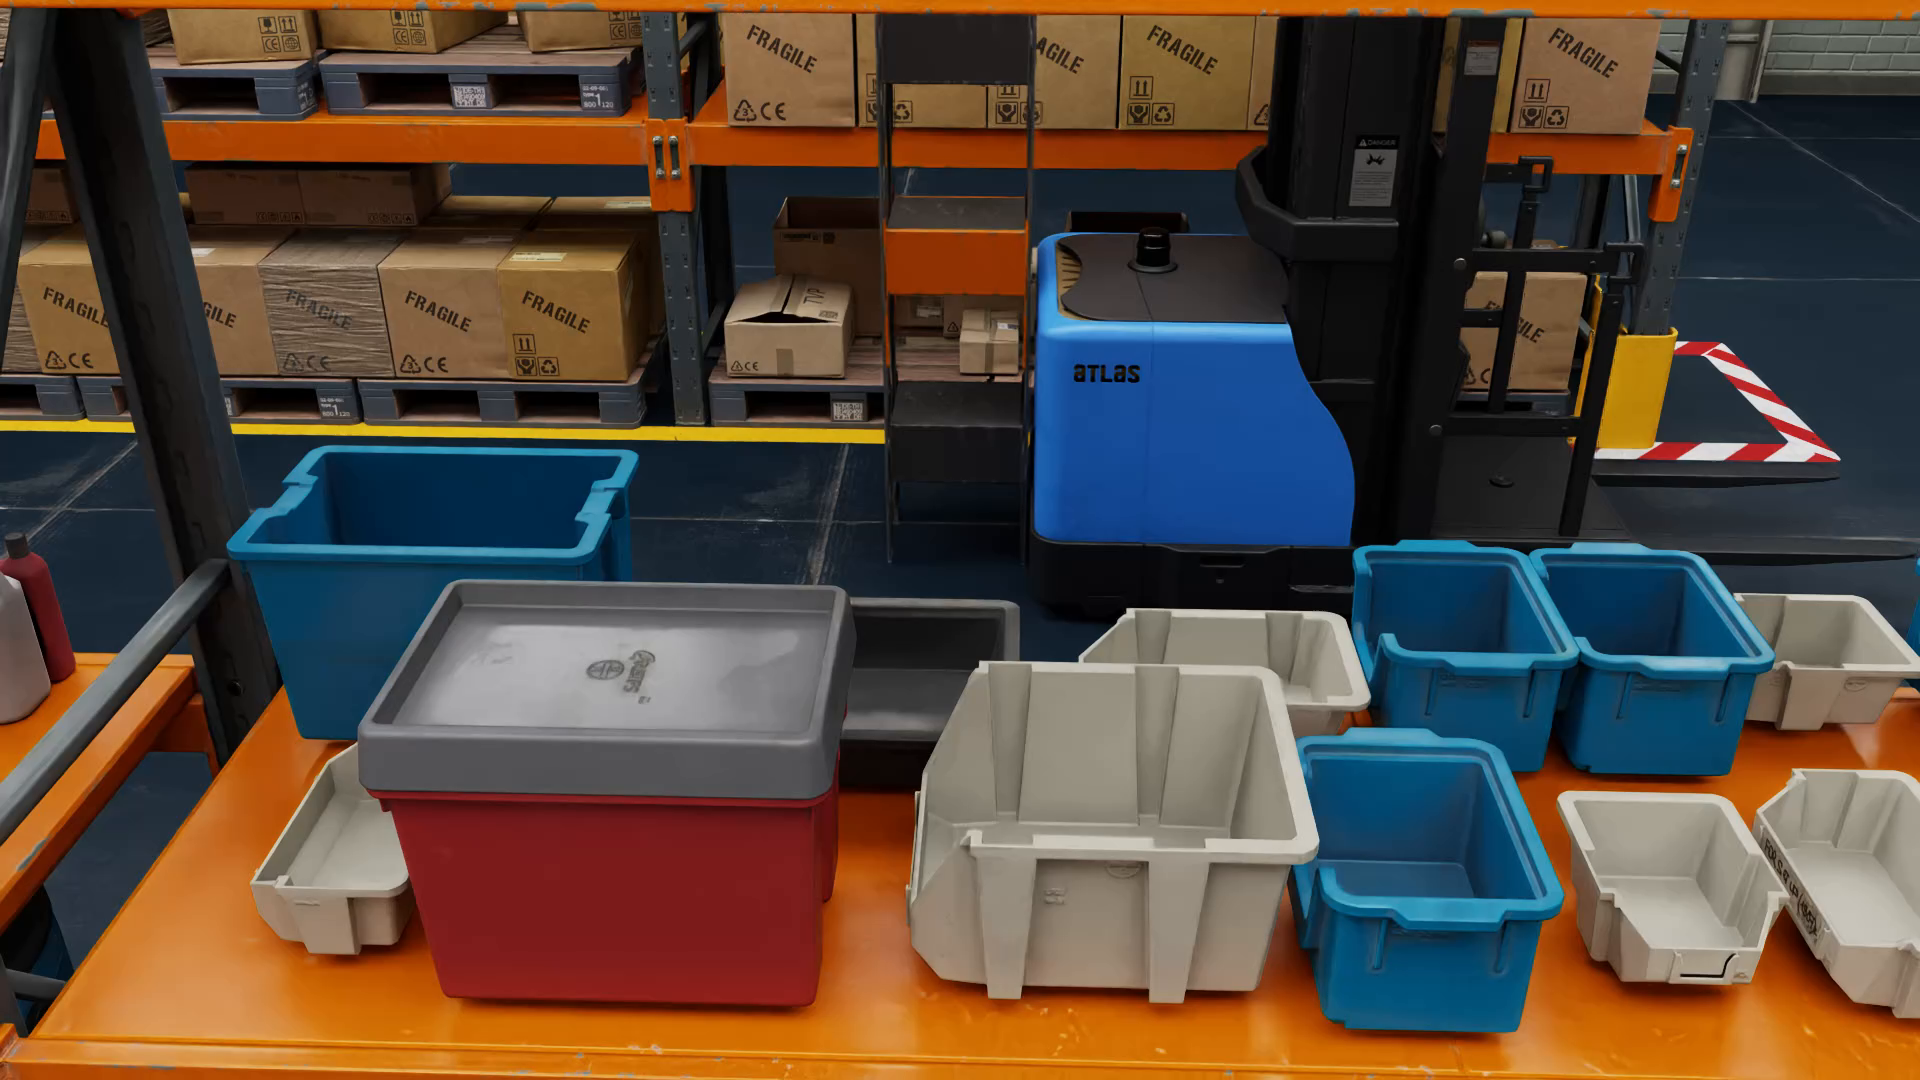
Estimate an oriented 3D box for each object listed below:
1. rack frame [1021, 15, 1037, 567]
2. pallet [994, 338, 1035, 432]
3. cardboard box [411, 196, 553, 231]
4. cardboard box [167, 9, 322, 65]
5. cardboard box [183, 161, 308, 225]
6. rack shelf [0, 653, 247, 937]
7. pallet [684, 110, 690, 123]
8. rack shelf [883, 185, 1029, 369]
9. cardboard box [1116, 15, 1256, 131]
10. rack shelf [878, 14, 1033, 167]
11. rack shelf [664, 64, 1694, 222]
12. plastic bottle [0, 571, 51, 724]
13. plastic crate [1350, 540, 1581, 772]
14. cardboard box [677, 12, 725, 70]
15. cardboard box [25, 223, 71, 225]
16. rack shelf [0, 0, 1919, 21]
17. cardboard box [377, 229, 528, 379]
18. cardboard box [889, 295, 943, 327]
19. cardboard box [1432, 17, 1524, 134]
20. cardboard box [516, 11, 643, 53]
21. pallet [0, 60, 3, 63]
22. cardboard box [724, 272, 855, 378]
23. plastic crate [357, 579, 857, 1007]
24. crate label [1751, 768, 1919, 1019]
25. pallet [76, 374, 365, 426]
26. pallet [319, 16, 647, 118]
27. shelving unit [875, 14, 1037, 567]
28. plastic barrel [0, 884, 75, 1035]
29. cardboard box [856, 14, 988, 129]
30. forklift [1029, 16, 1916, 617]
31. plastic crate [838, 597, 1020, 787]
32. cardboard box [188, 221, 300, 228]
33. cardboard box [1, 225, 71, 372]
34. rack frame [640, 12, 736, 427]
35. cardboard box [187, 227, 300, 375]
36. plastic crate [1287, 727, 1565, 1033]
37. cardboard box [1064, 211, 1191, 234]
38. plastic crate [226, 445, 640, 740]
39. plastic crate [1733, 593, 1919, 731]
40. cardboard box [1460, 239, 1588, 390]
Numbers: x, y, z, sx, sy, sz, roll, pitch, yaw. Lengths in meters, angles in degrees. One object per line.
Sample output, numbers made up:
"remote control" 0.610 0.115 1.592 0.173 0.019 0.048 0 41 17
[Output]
"rack frame" 0.237 -0.924 5.751 0.015 2.100 0.400 1 28 2
"pallet" 0.763 -0.784 7.504 1.213 0.211 1.003 1 28 2
"cardboard box" -2.154 -1.263 7.628 0.500 0.500 0.500 1 28 3
"cardboard box" -2.914 -2.277 6.788 0.500 0.500 0.700 -6 29 -11
"cardboard box" -3.122 -1.615 7.492 0.500 0.250 0.500 0 28 1
"rack shelf" -3.323 0.556 2.766 4.000 0.370 1.077 1 28 2
"pallet" -1.749 -3.111 11.894 1.213 0.211 1.003 1 28 2
"rack shelf" -0.007 -0.916 5.765 0.480 0.518 0.431 1 28 2
"cardboard box" 0.874 -1.931 6.584 0.500 0.500 0.500 1 28 1
"rack shelf" -0.007 -1.534 5.437 0.480 0.518 0.431 1 28 2
"rack shelf" 0.853 -1.696 7.015 4.000 0.370 1.077 1 28 2
"plastic bottle" -1.705 0.135 2.845 0.185 0.351 0.144 1 28 2
"plastic crate" 0.822 0.200 2.785 0.300 0.233 0.416 1 28 2
"cardboard box" -1.629 -3.551 11.594 0.750 0.750 0.750 1 28 2
"cardboard box" -4.201 -1.298 7.694 0.500 0.500 0.500 2 28 4
"rack shelf" 0.674 -0.703 1.939 4.000 0.370 1.077 1 28 2
"cardboard box" -2.143 -1.023 7.176 0.500 0.500 0.500 1 28 2
"cardboard box" -0.190 -1.127 7.748 0.250 0.149 0.380 1 28 2
"cardboard box" 1.876 -1.912 6.547 0.500 0.500 0.500 1 28 2
"cardboard box" -1.612 -2.389 6.999 0.500 0.500 0.700 -8 29 -15
"pallet" -4.464 -2.050 7.119 1.003 0.211 1.213 1 28 2
"cardboard box" -0.734 -0.945 7.232 0.500 0.311 0.500 1 28 2
"plastic crate" -0.441 0.349 2.257 0.583 0.464 0.402 1 28 2
"crate label" 1.283 0.494 2.333 0.243 0.136 0.396 1 28 2
"pallet" -3.183 -0.830 7.590 1.213 0.211 1.003 1 28 2
"pallet" -1.941 -2.026 7.075 1.213 0.211 1.003 1 28 2
"shelving unit" -0.007 -0.928 5.758 0.503 2.100 0.431 1 28 2
"plastic barrel" -1.868 0.996 2.960 0.708 0.901 0.600 1 28 2
"cardboard box" -0.134 -1.948 6.616 0.500 0.500 0.500 1 28 3
"forklift" 1.769 -1.230 5.440 3.031 2.935 1.130 1 28 2
"plastic crate" -0.196 0.259 2.788 0.590 0.125 0.437 1 28 2
"cardboard box" -3.159 -1.283 7.667 0.500 0.500 0.500 0 28 0
"cardboard box" -4.175 -1.056 7.238 0.500 0.500 0.500 0 28 0
"rack frame" -1.146 -2.047 6.909 0.127 3.000 1.000 1 28 2
"cardboard box" -3.152 -1.039 7.206 0.500 0.500 0.500 0 28 0
"plastic crate" 0.612 0.471 2.273 0.300 0.233 0.416 1 28 2
"cardboard box" 0.732 -1.110 7.337 0.637 0.503 0.797 1 28 2
"plastic crate" -0.846 0.100 2.812 0.575 0.384 0.392 1 28 2
"plastic crate" 1.442 0.214 2.861 0.298 0.136 0.250 1 28 2
"cardboard box" 2.299 -0.965 7.066 0.500 0.500 0.500 1 28 2
